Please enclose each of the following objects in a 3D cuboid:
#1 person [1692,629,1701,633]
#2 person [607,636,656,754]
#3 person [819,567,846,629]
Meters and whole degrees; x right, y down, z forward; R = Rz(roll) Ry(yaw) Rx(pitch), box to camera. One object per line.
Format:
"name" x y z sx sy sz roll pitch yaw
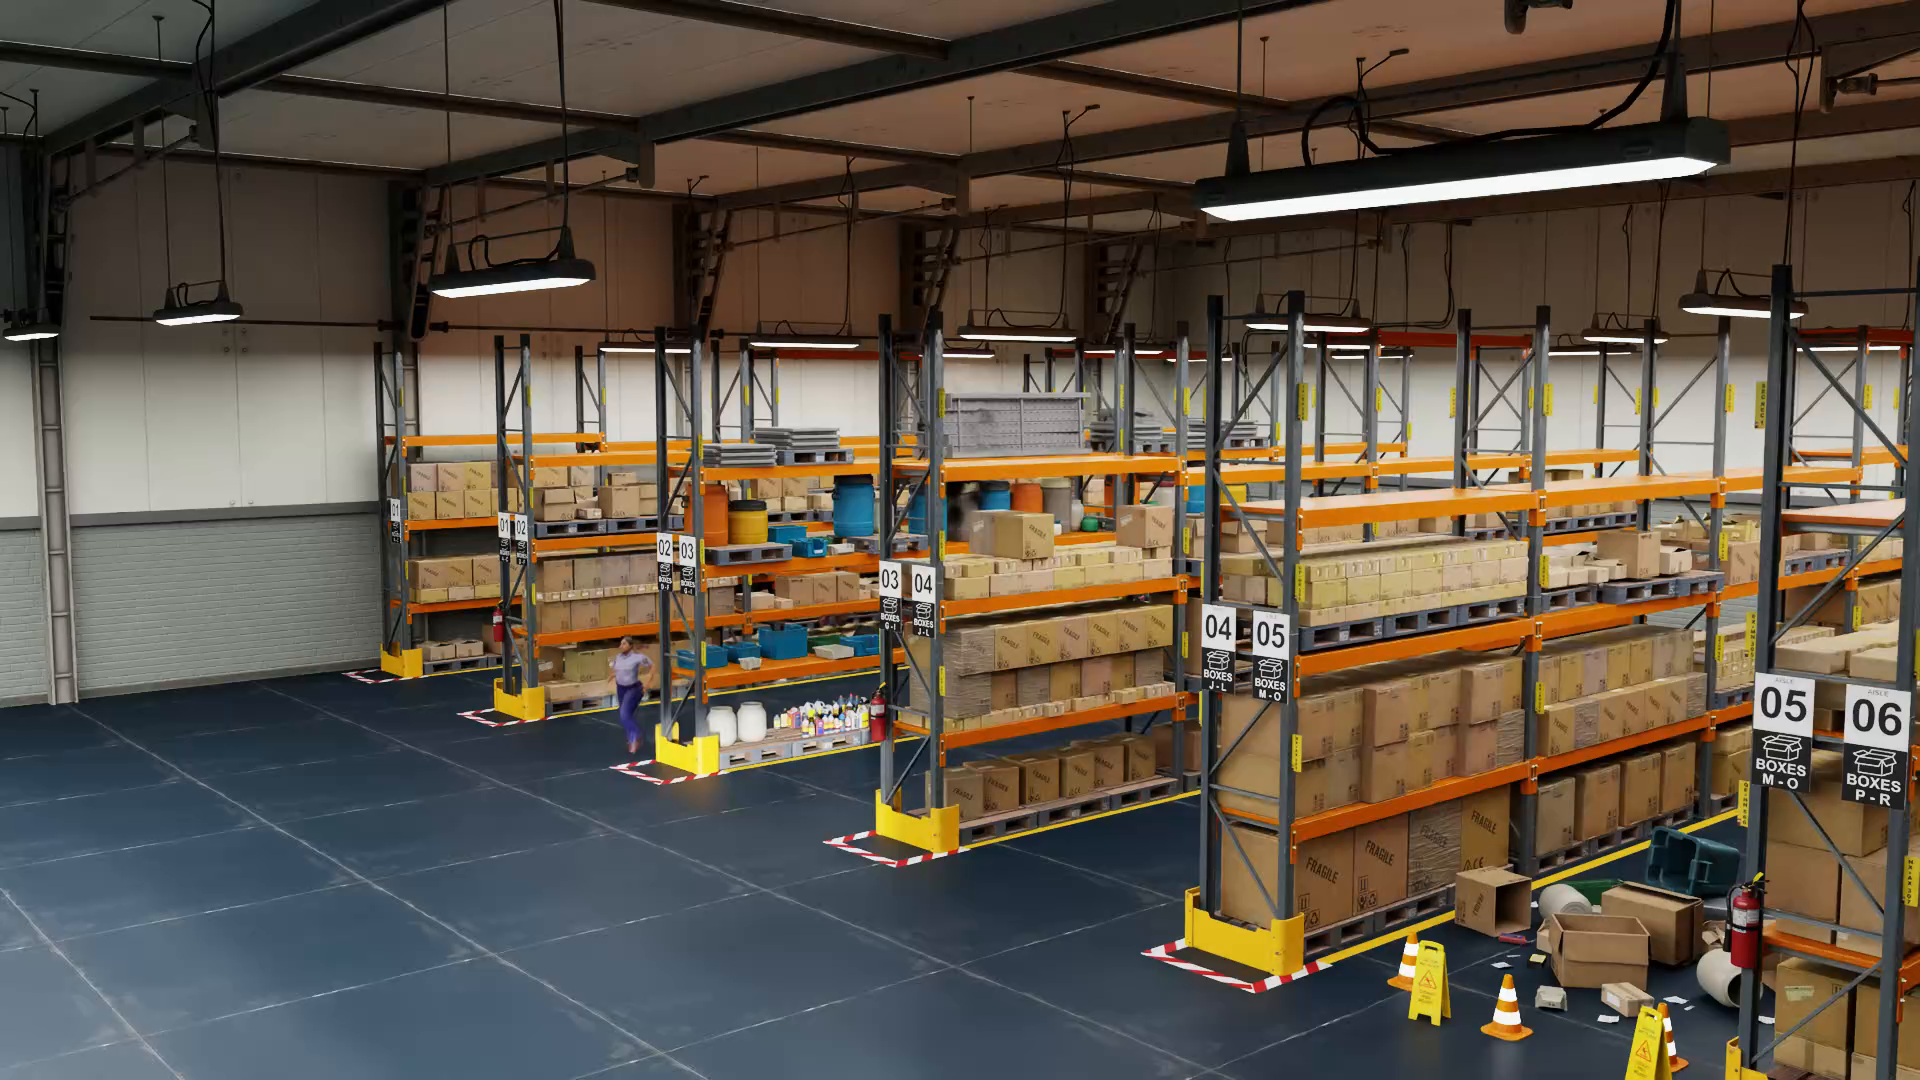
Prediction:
"person" 10.807 2.129 24.386 0.895 1.669 0.577 -4 7 -40
"person" -4.715 2.214 23.690 0.628 1.700 0.690 3 6 33
"person" -2.504 1.302 32.953 0.908 1.678 0.564 -5 7 -42
